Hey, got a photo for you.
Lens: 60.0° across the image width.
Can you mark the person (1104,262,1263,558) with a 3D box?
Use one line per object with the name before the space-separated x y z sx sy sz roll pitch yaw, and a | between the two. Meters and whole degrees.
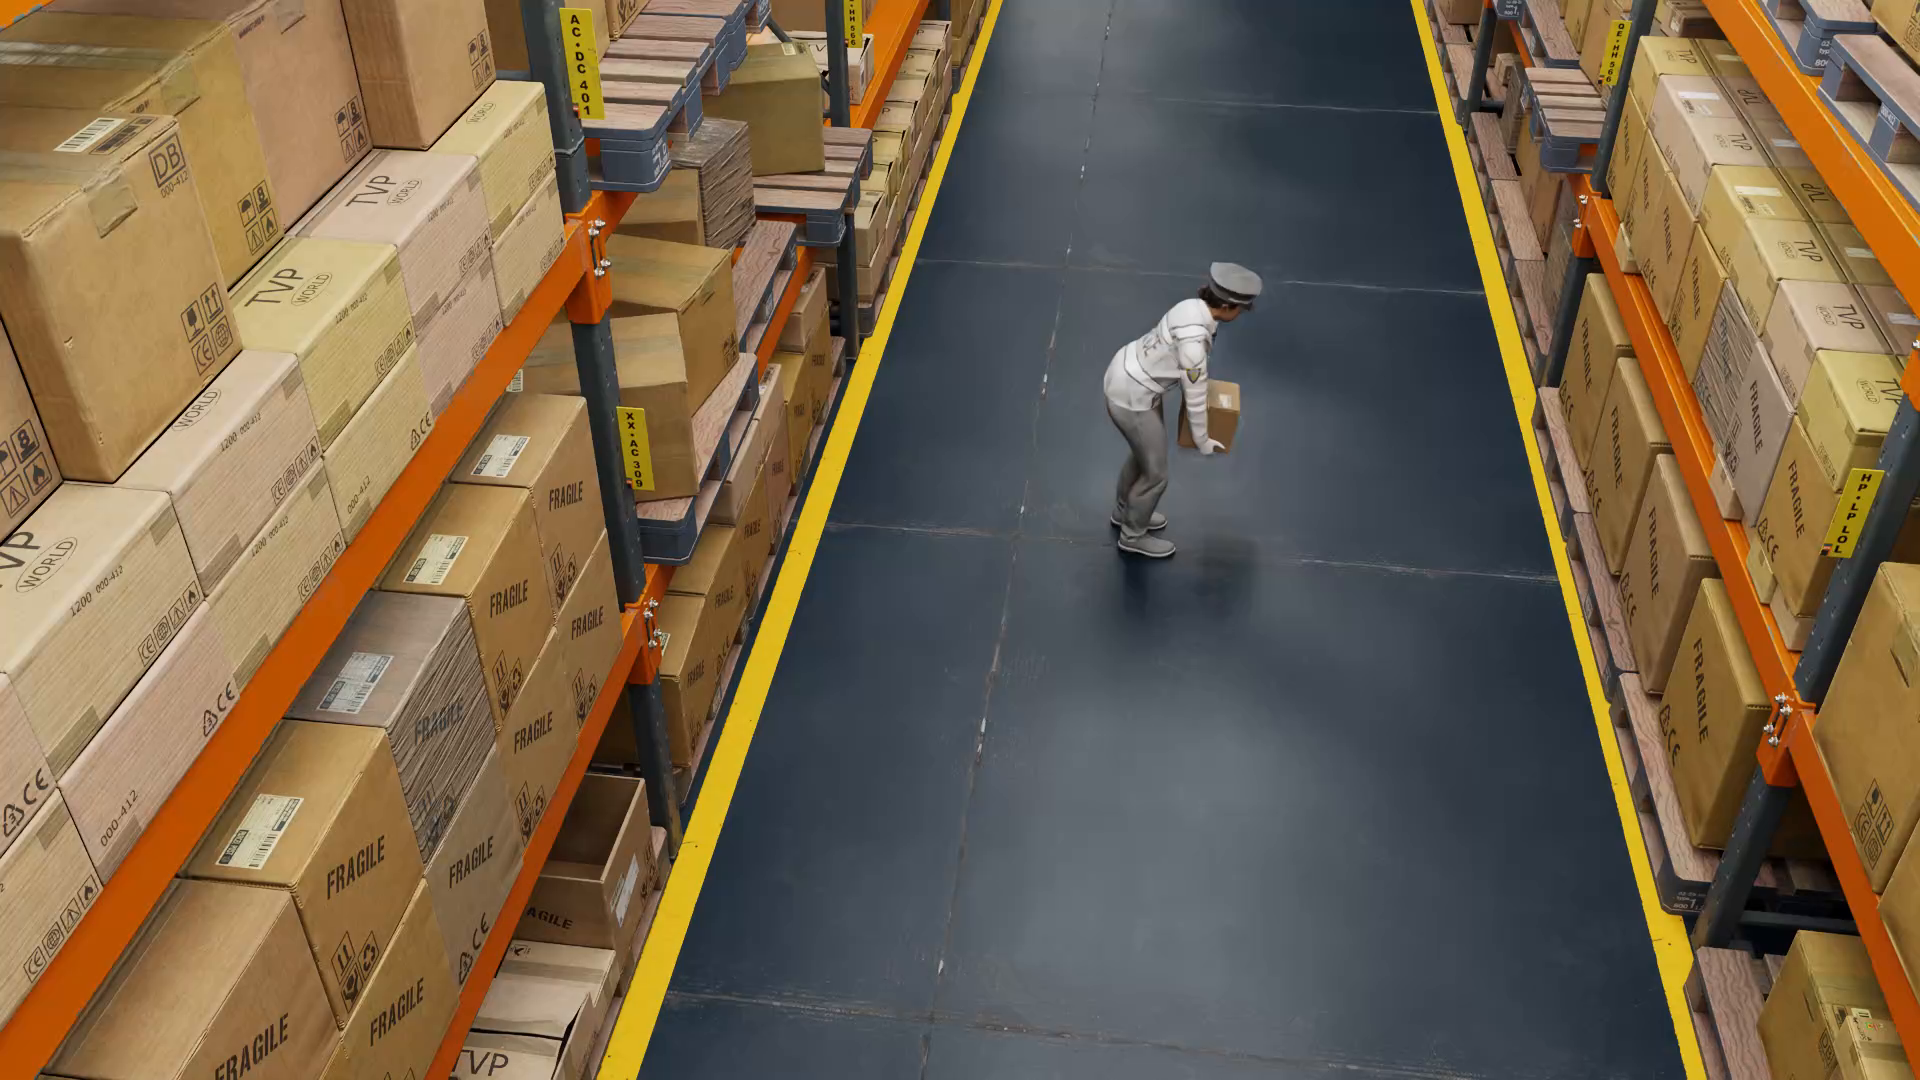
person | 1.032 -0.622 8.004 0.695 1.529 0.406 4 37 5
